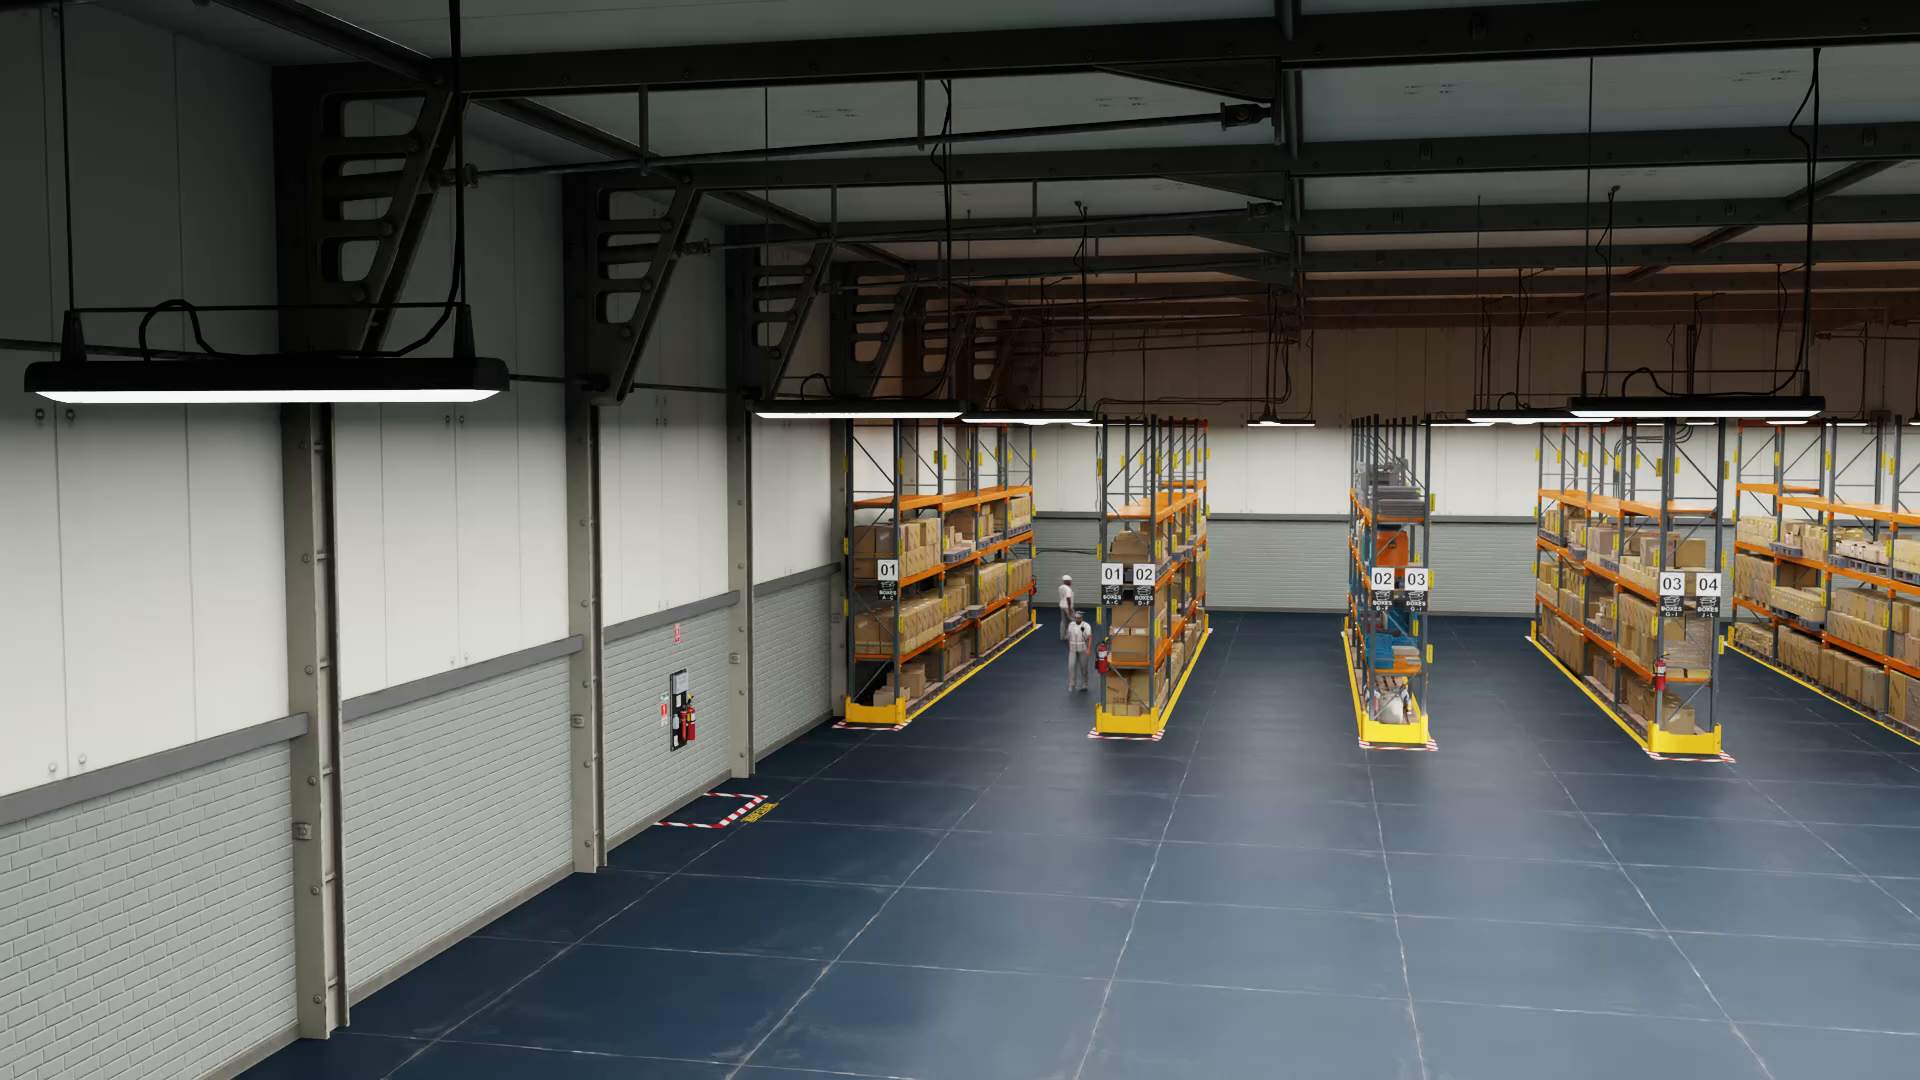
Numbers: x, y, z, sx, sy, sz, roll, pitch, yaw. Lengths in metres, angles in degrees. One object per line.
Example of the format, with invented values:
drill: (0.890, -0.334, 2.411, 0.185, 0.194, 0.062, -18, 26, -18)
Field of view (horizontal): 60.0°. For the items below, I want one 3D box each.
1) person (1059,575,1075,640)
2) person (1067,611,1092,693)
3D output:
person: (2.878, 1.855, 45.070, 0.436, 1.802, 0.661, -2, 4, -27)
person: (2.604, 2.432, 36.386, 0.586, 1.761, 0.702, 2, 4, 22)
